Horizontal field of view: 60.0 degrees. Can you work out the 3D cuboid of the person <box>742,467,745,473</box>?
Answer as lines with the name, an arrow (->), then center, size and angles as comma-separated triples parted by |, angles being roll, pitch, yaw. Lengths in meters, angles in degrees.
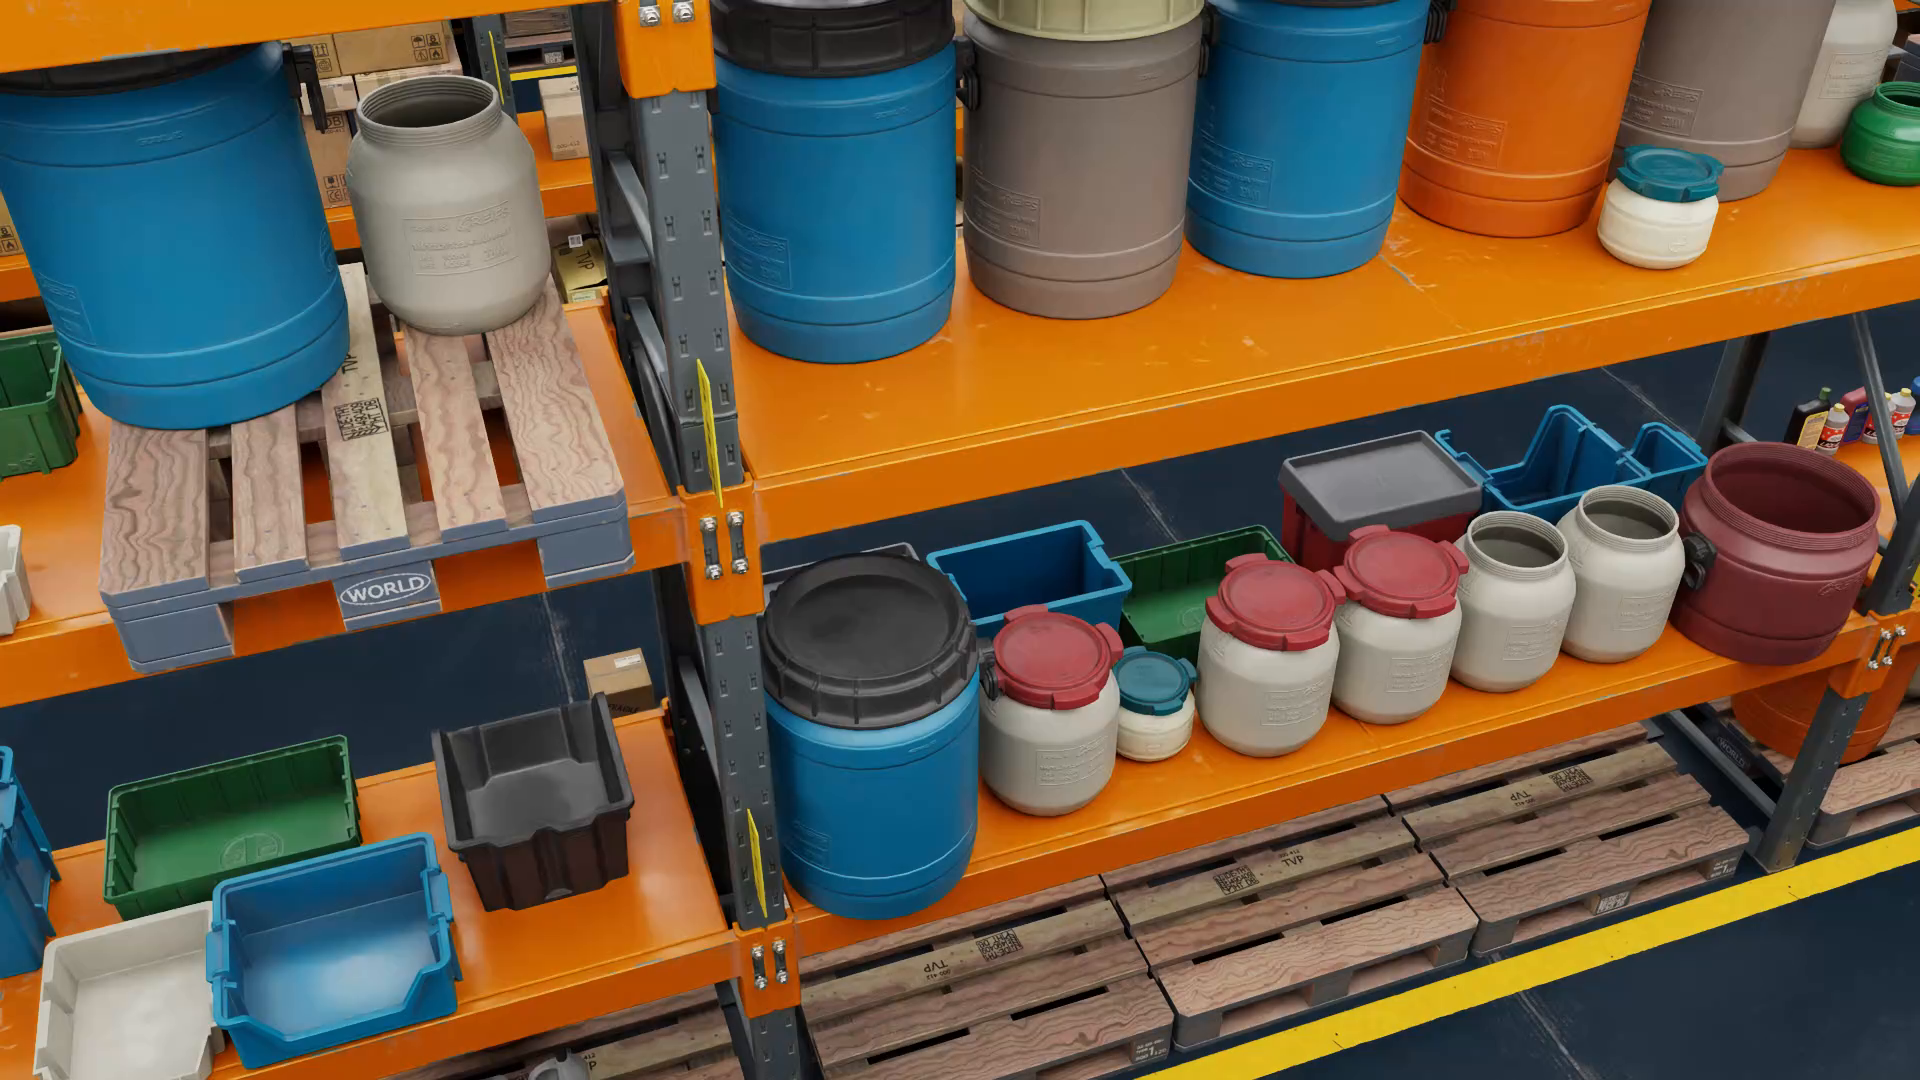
person -> -1.013, -0.017, 6.809 | 0.444, 1.797, 0.533 | -12, 39, -15
